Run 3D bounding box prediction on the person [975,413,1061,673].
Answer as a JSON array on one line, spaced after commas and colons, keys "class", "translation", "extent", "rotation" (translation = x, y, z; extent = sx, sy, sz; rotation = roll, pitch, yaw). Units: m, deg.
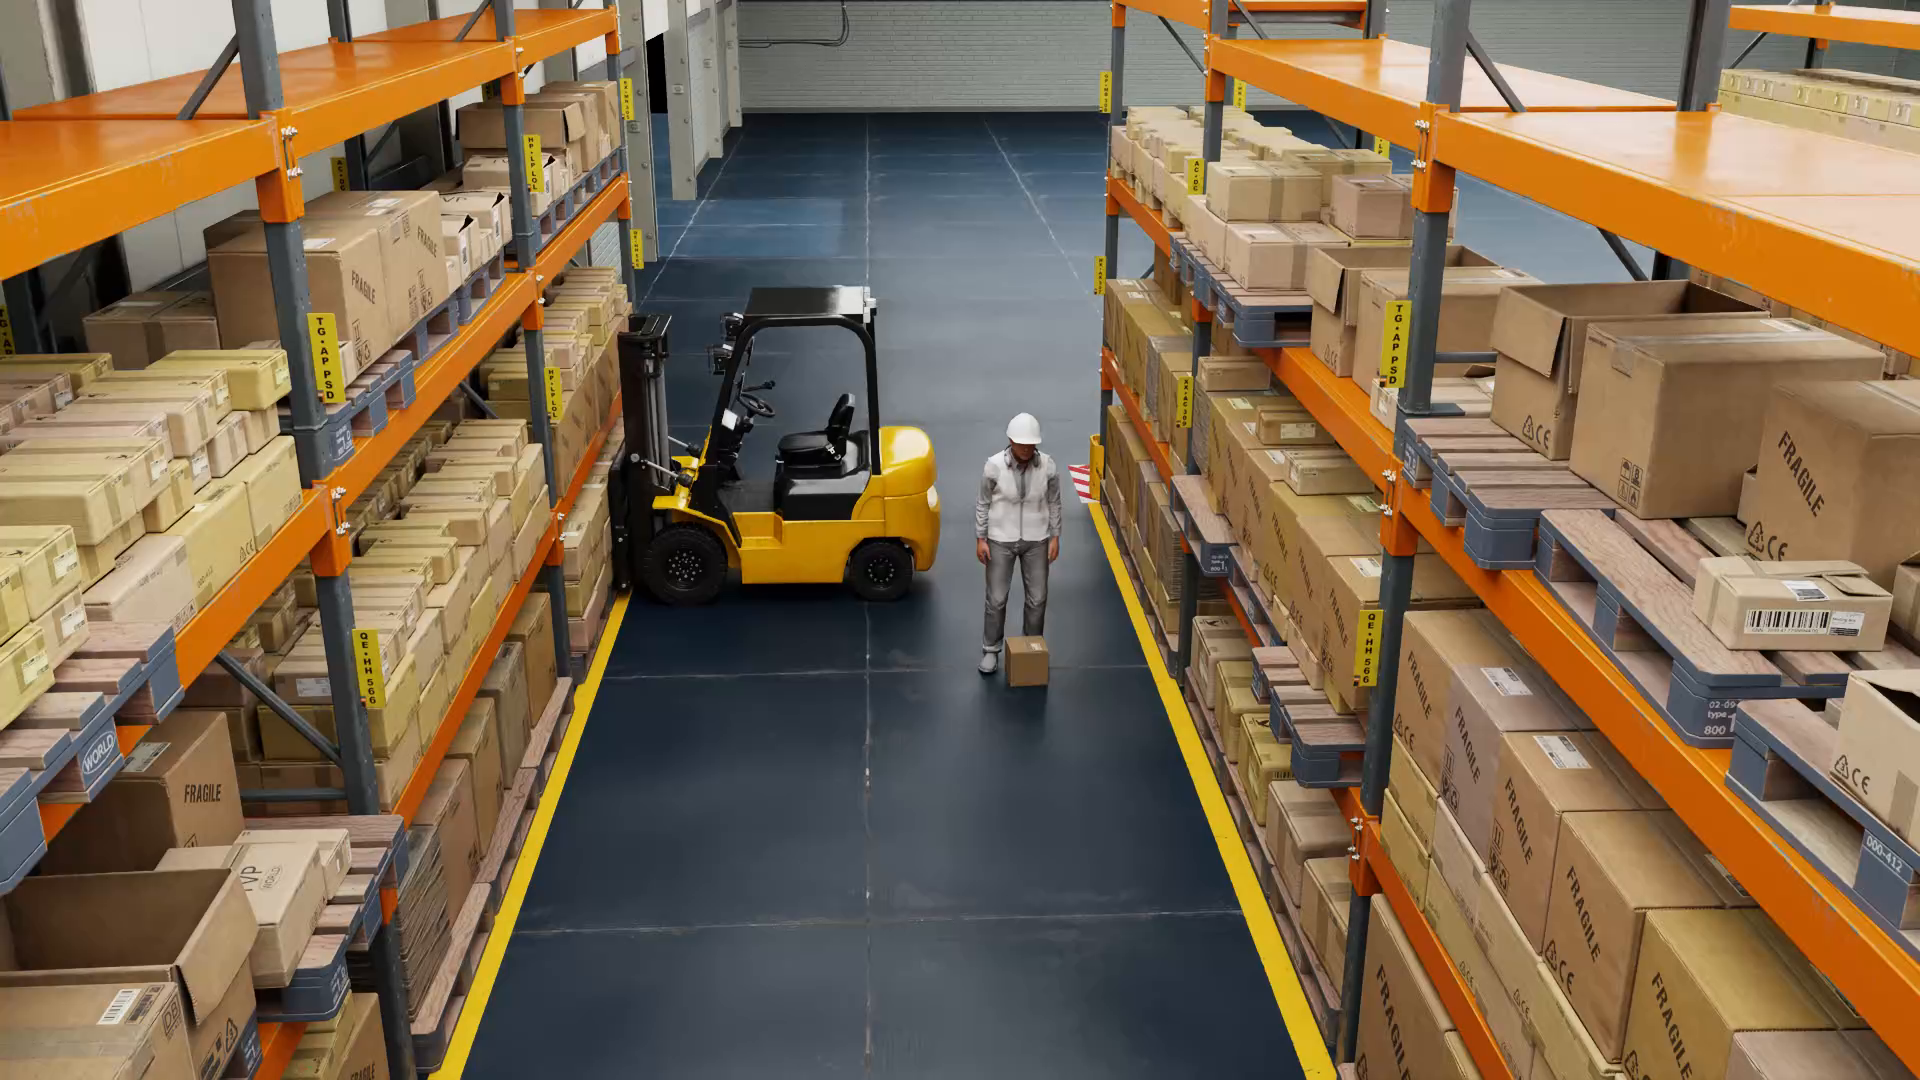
[{"class": "person", "translation": [0.387, 0.003, 11.032], "extent": [0.579, 1.770, 0.465], "rotation": [-2, 20, -6]}]
